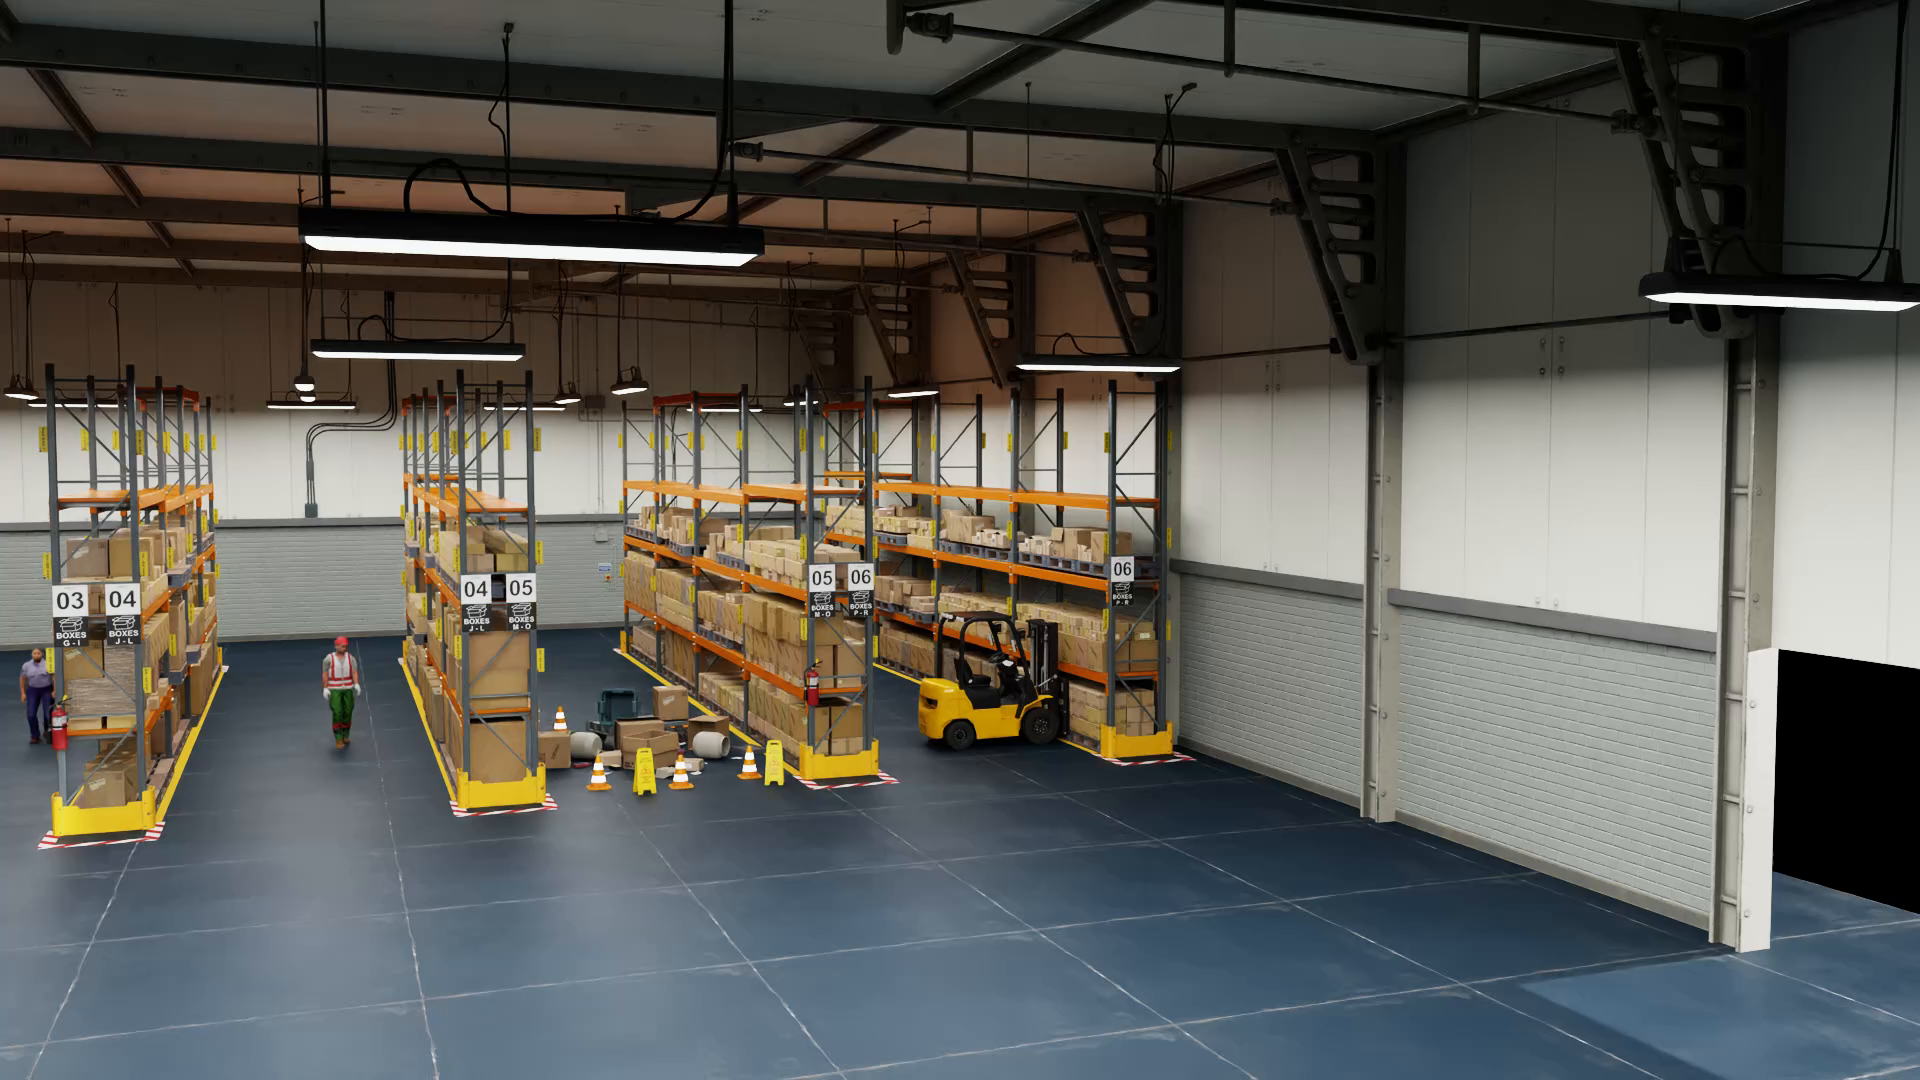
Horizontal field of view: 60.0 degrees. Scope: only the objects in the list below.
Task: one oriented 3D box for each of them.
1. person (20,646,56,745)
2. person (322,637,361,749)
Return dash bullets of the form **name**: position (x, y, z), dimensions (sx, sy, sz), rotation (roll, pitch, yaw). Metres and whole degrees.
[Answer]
- **person**: position (-15.416, 2.573, 27.862), dimensions (0.571, 1.632, 0.558), rotation (-1, 4, -21)
- **person**: position (-10.199, 2.517, 27.521), dimensions (0.550, 1.806, 0.666), rotation (-3, 4, -38)
